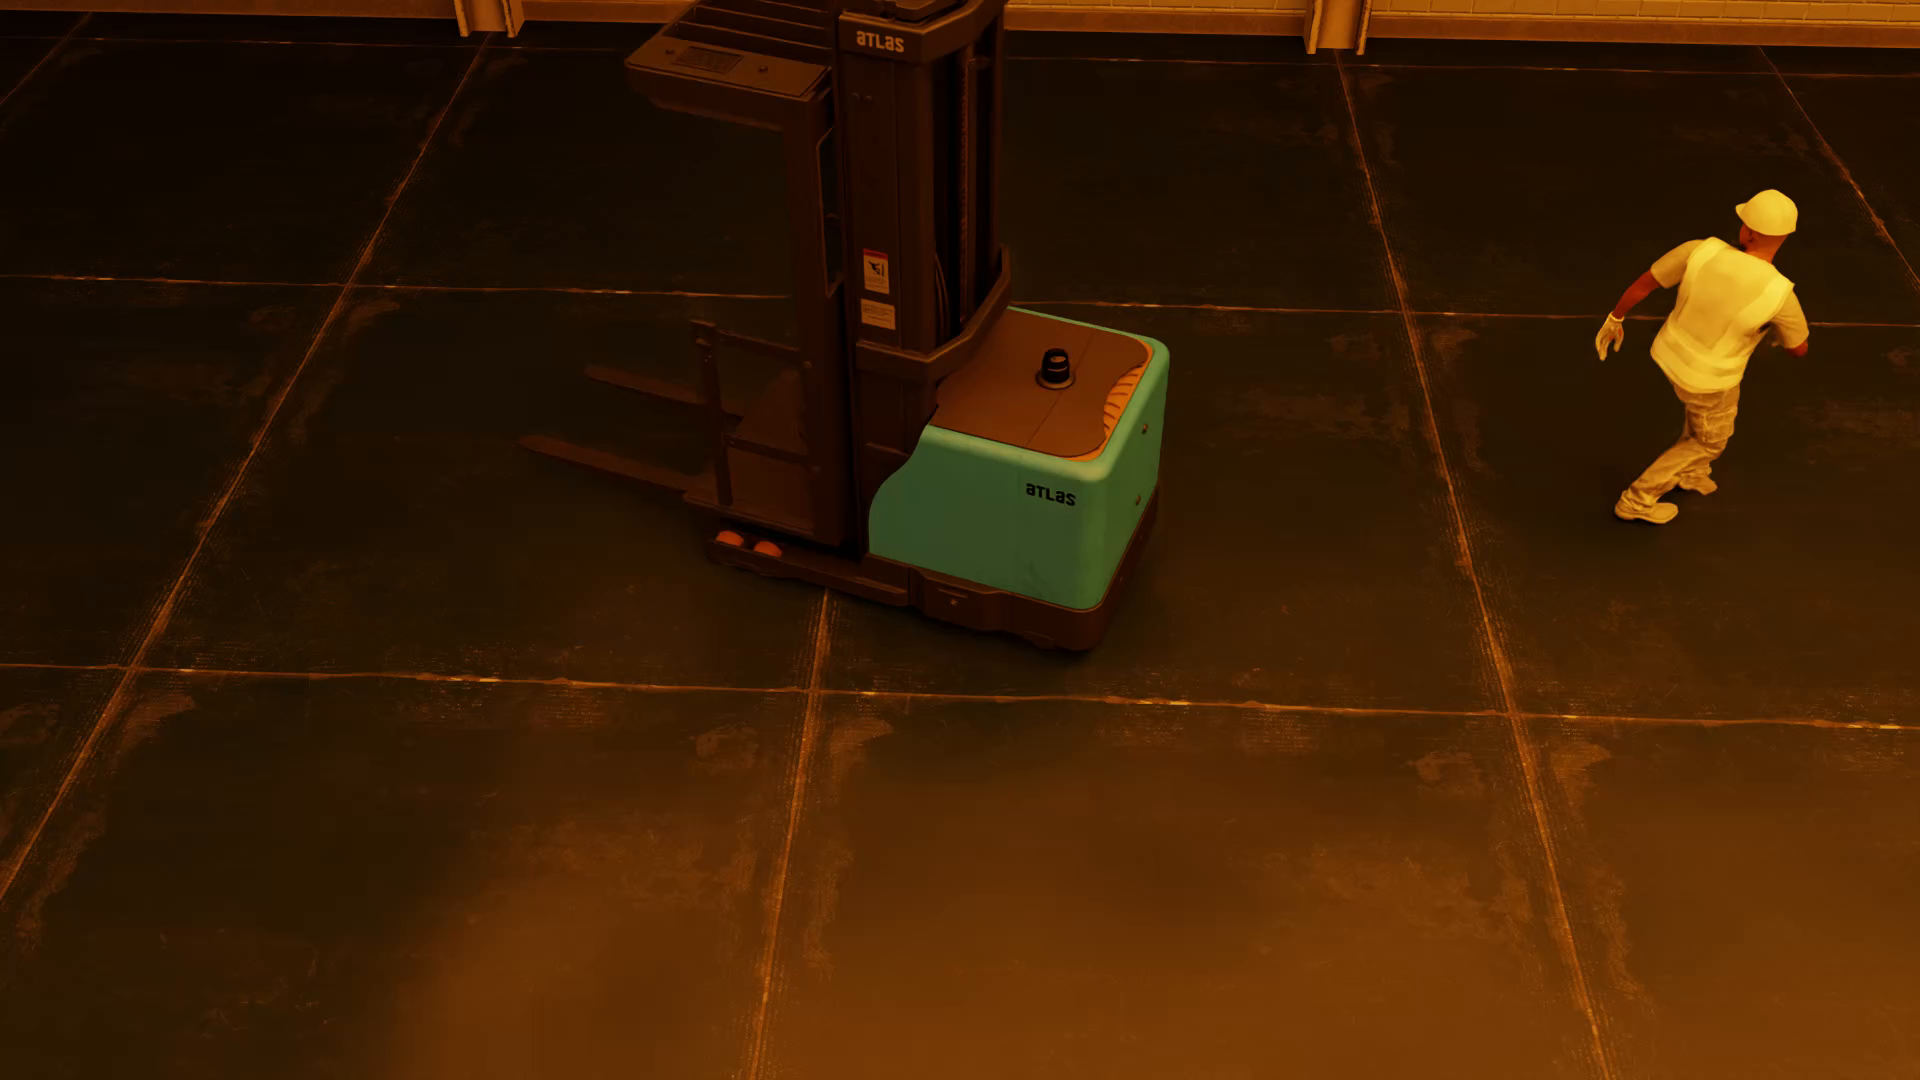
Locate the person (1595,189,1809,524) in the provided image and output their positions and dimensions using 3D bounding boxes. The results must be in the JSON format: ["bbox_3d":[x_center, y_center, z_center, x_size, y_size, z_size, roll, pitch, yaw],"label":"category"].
[{"bbox_3d":[3.373,-0.778,7.533,0.844,1.769,0.629,-12,44,-13],"label":"person"}]

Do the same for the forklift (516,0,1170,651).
[{"bbox_3d":[-0.636,-1.227,7.086,3.031,2.935,1.130,15,44,16],"label":"forklift"}]
